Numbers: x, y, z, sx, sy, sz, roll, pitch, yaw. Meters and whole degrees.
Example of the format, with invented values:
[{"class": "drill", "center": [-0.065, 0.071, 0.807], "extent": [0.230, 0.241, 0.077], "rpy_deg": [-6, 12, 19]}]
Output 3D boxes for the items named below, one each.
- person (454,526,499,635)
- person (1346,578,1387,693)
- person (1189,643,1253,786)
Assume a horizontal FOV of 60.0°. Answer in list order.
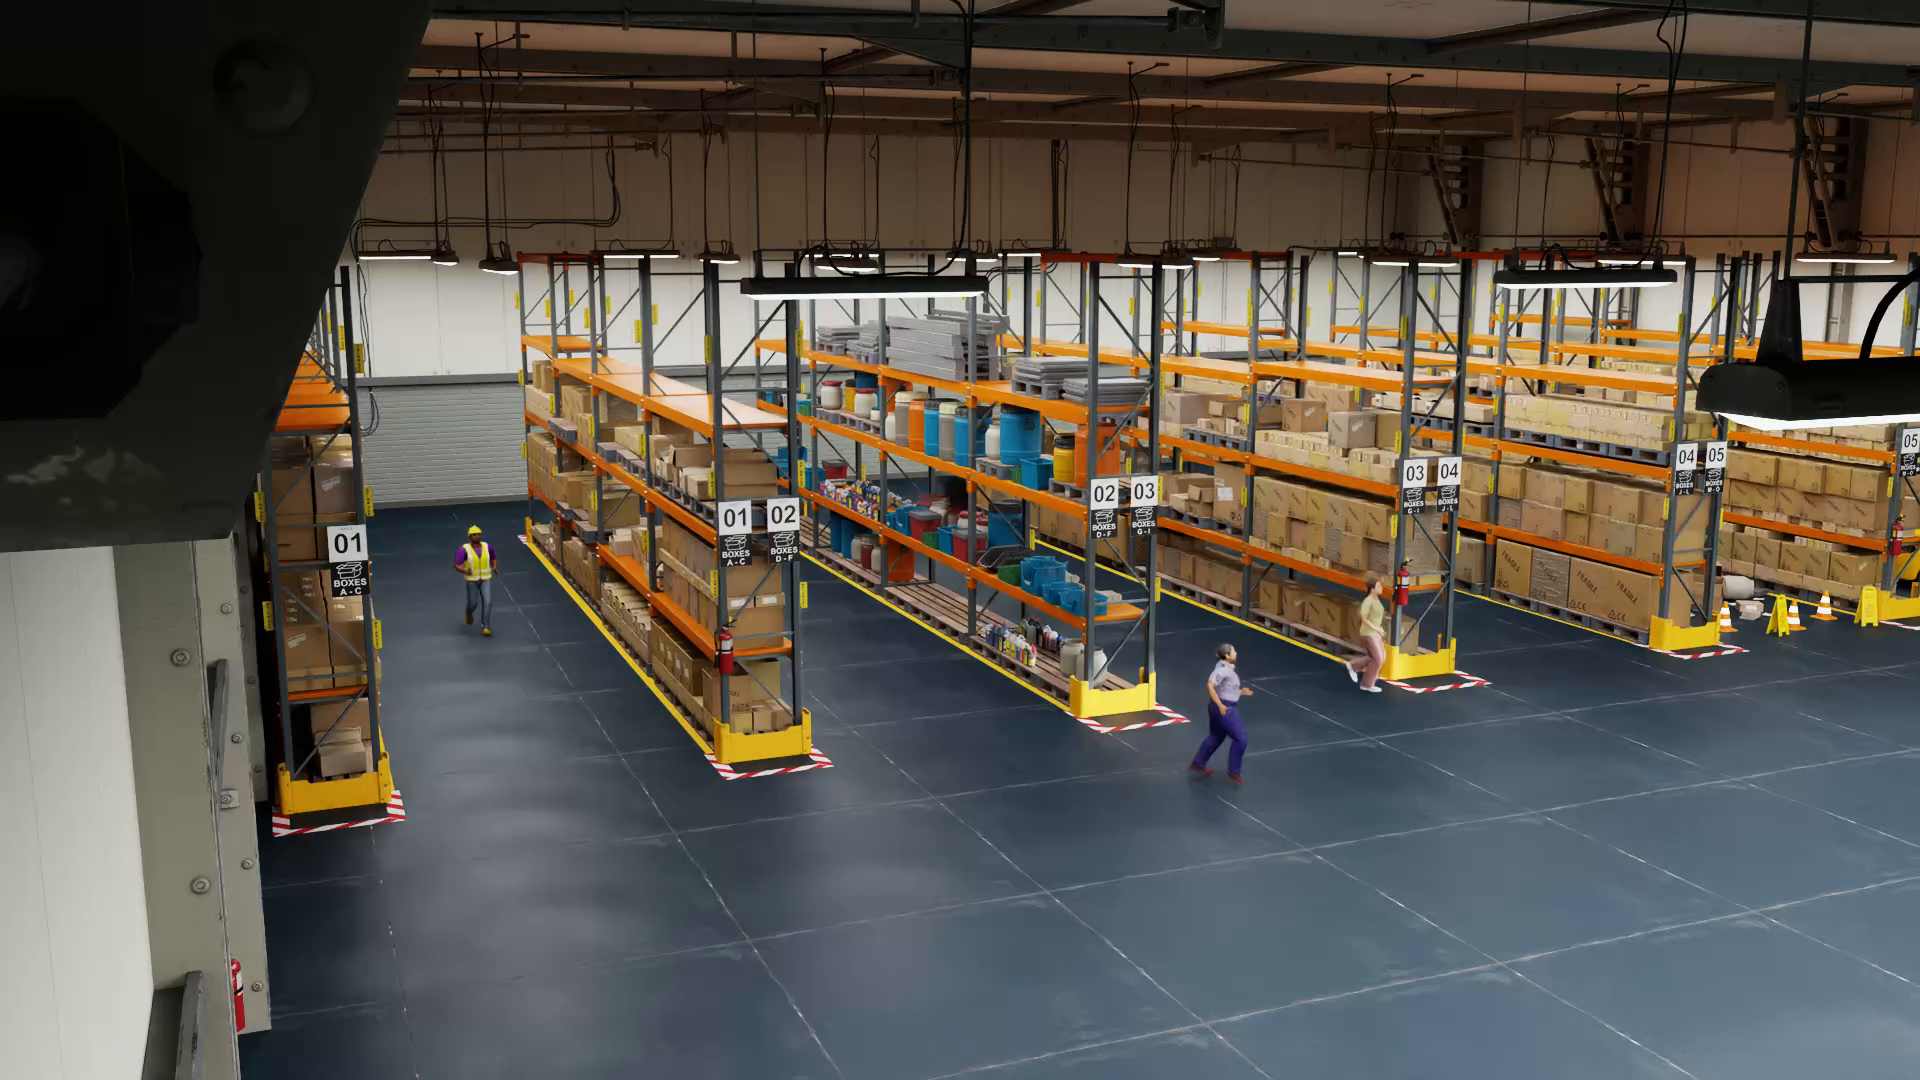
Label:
[{"class": "person", "center": [-7.758, 0.636, 26.770], "extent": [0.714, 1.733, 0.791], "rpy_deg": [-6, 12, -30]}, {"class": "person", "center": [5.710, 1.322, 23.324], "extent": [0.585, 1.632, 0.601], "rpy_deg": [5, 12, 26]}, {"class": "person", "center": [3.065, 2.041, 19.434], "extent": [0.718, 1.715, 0.614], "rpy_deg": [0, 10, 2]}]
